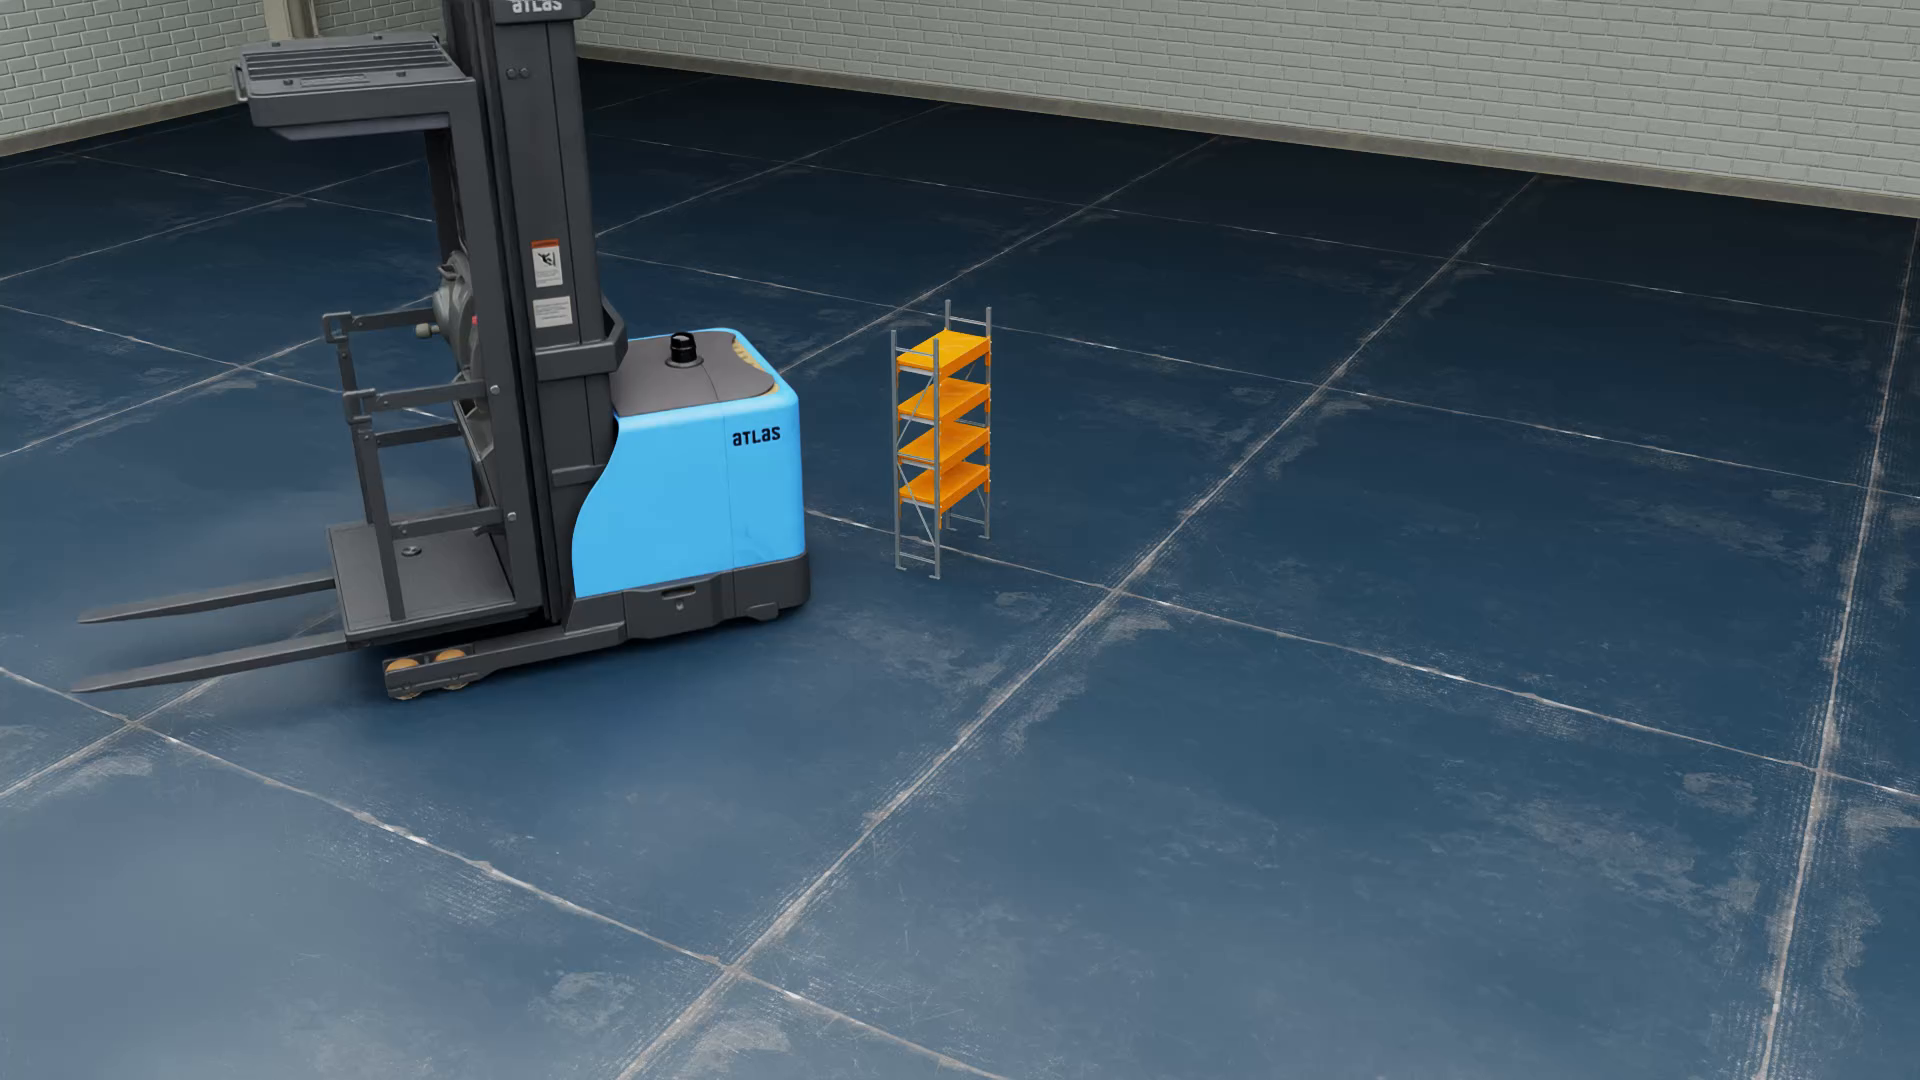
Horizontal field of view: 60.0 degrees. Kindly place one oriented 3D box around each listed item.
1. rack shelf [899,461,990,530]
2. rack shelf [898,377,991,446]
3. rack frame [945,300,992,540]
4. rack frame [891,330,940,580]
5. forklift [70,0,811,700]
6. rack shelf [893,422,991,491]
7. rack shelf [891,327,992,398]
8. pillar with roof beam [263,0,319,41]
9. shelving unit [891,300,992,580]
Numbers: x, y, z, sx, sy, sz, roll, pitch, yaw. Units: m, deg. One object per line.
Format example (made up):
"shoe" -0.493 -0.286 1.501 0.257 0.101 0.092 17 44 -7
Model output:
"rack shelf" -0.081 -0.234 7.972 0.258 0.148 0.480 14 30 26
"rack shelf" -0.081 -0.612 7.783 0.258 0.148 0.480 14 30 26
"rack frame" 0.039 -0.567 8.043 0.240 1.200 0.015 14 30 26
"rack frame" -0.201 -0.377 7.663 0.240 1.200 0.015 14 30 26
"forklift" -2.247 -0.915 6.804 3.031 2.935 1.130 -11 29 -21
"rack shelf" -0.081 -0.412 7.883 0.258 0.148 0.480 14 30 26
"rack shelf" -0.081 -0.823 7.677 0.258 0.148 0.480 14 30 26
"pillar with roof beam" -3.299 -7.890 13.958 9.100 9.000 0.400 14 30 26
"shelving unit" -0.081 -0.472 7.853 0.258 1.200 0.503 14 30 26
